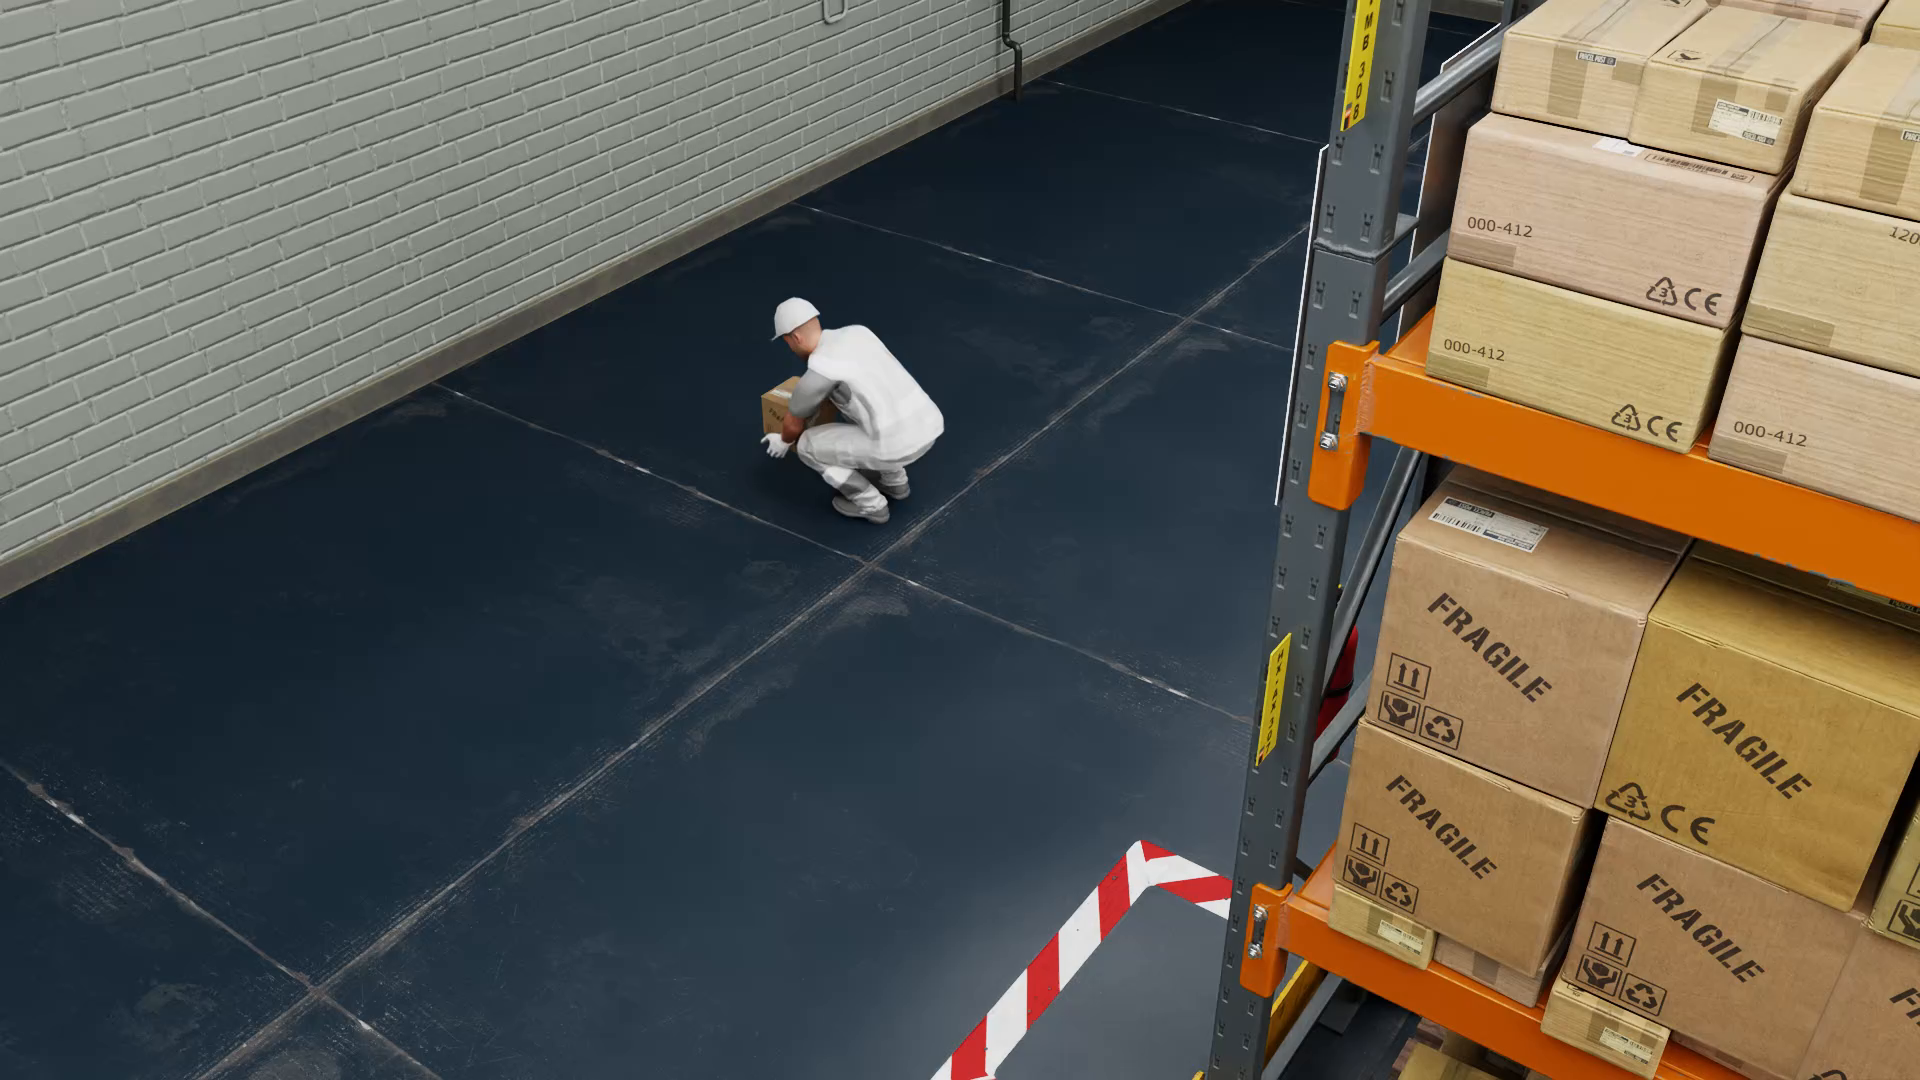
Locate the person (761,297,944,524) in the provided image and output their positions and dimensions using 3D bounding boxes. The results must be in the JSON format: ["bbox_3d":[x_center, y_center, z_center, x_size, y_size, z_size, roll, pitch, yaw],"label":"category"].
[{"bbox_3d":[-0.513,-0.621,7.748,0.873,0.992,0.561,21,40,28],"label":"person"}]
